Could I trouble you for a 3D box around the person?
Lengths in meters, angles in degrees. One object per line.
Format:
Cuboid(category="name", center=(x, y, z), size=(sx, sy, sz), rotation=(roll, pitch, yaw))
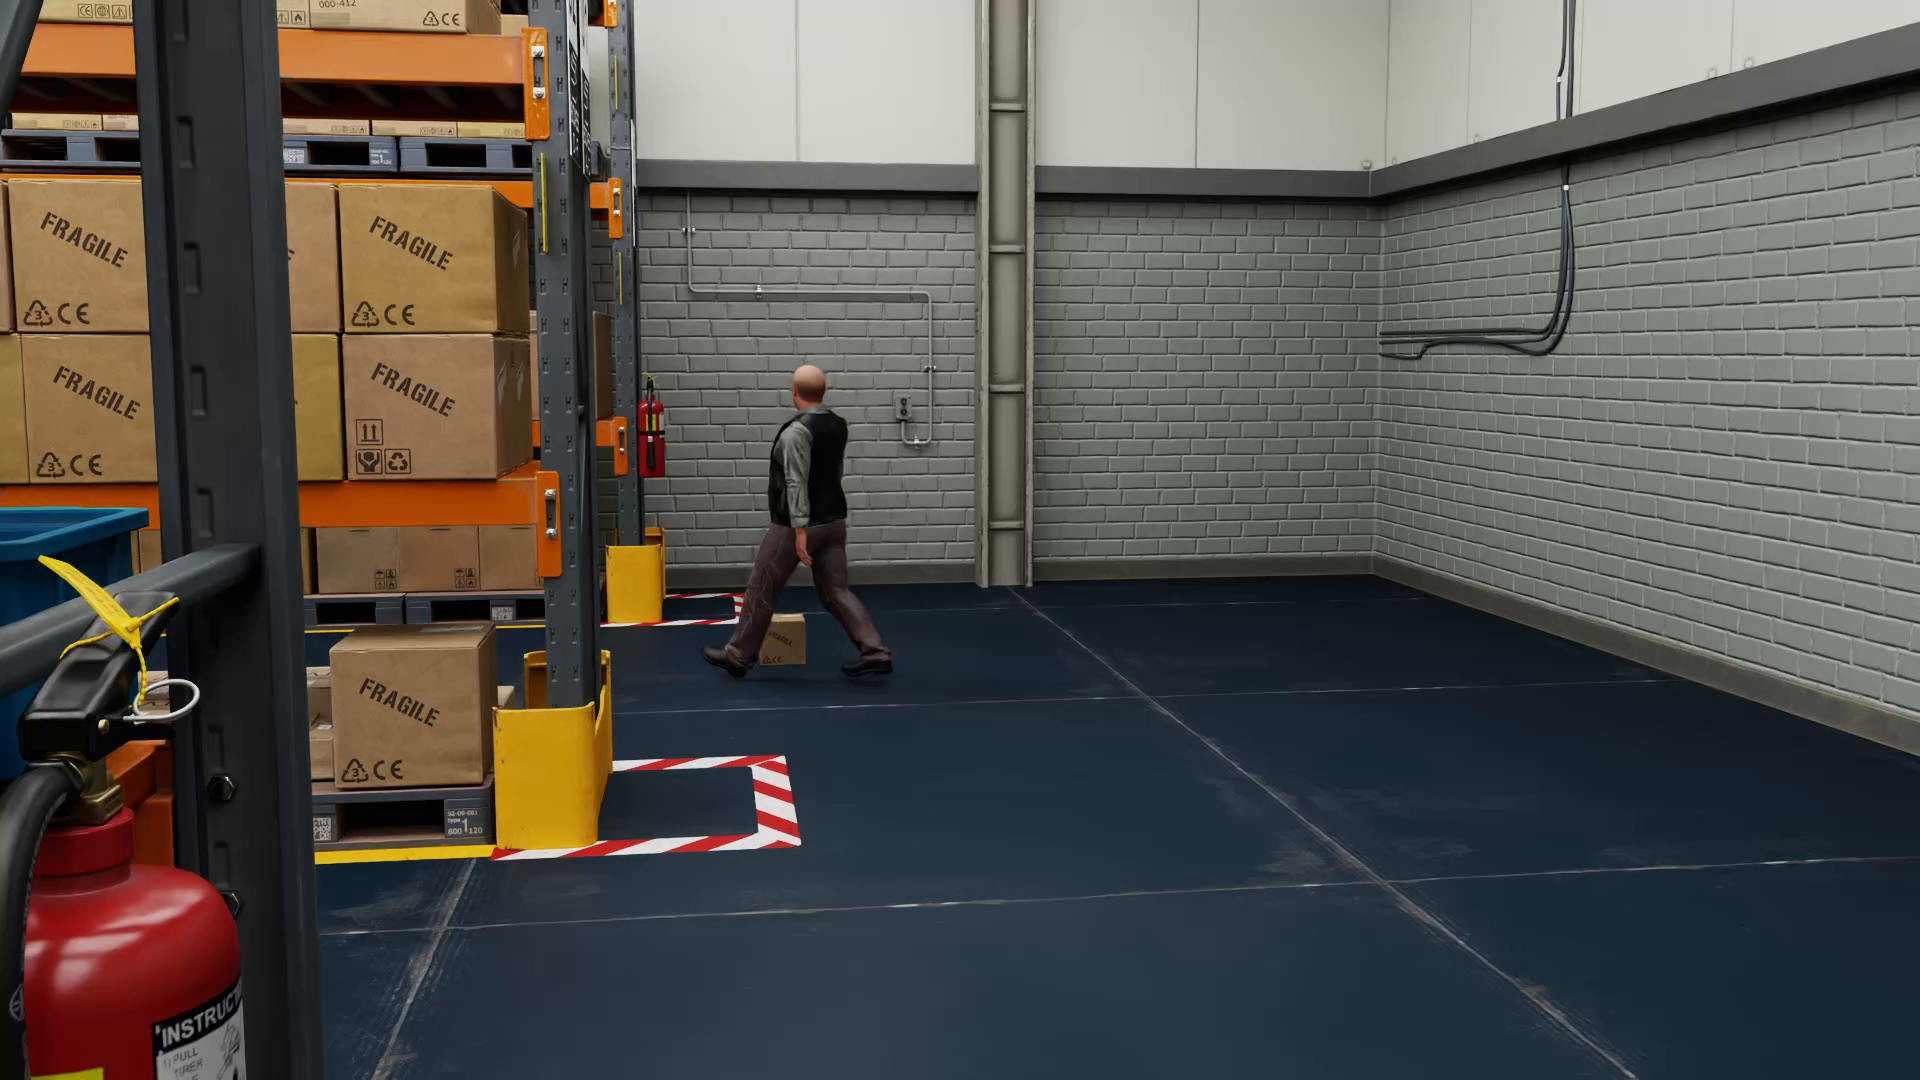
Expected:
Cuboid(category="person", center=(-0.867, -0.091, 8.780), size=(1.046, 1.663, 0.559), rotation=(4, 8, 33))
